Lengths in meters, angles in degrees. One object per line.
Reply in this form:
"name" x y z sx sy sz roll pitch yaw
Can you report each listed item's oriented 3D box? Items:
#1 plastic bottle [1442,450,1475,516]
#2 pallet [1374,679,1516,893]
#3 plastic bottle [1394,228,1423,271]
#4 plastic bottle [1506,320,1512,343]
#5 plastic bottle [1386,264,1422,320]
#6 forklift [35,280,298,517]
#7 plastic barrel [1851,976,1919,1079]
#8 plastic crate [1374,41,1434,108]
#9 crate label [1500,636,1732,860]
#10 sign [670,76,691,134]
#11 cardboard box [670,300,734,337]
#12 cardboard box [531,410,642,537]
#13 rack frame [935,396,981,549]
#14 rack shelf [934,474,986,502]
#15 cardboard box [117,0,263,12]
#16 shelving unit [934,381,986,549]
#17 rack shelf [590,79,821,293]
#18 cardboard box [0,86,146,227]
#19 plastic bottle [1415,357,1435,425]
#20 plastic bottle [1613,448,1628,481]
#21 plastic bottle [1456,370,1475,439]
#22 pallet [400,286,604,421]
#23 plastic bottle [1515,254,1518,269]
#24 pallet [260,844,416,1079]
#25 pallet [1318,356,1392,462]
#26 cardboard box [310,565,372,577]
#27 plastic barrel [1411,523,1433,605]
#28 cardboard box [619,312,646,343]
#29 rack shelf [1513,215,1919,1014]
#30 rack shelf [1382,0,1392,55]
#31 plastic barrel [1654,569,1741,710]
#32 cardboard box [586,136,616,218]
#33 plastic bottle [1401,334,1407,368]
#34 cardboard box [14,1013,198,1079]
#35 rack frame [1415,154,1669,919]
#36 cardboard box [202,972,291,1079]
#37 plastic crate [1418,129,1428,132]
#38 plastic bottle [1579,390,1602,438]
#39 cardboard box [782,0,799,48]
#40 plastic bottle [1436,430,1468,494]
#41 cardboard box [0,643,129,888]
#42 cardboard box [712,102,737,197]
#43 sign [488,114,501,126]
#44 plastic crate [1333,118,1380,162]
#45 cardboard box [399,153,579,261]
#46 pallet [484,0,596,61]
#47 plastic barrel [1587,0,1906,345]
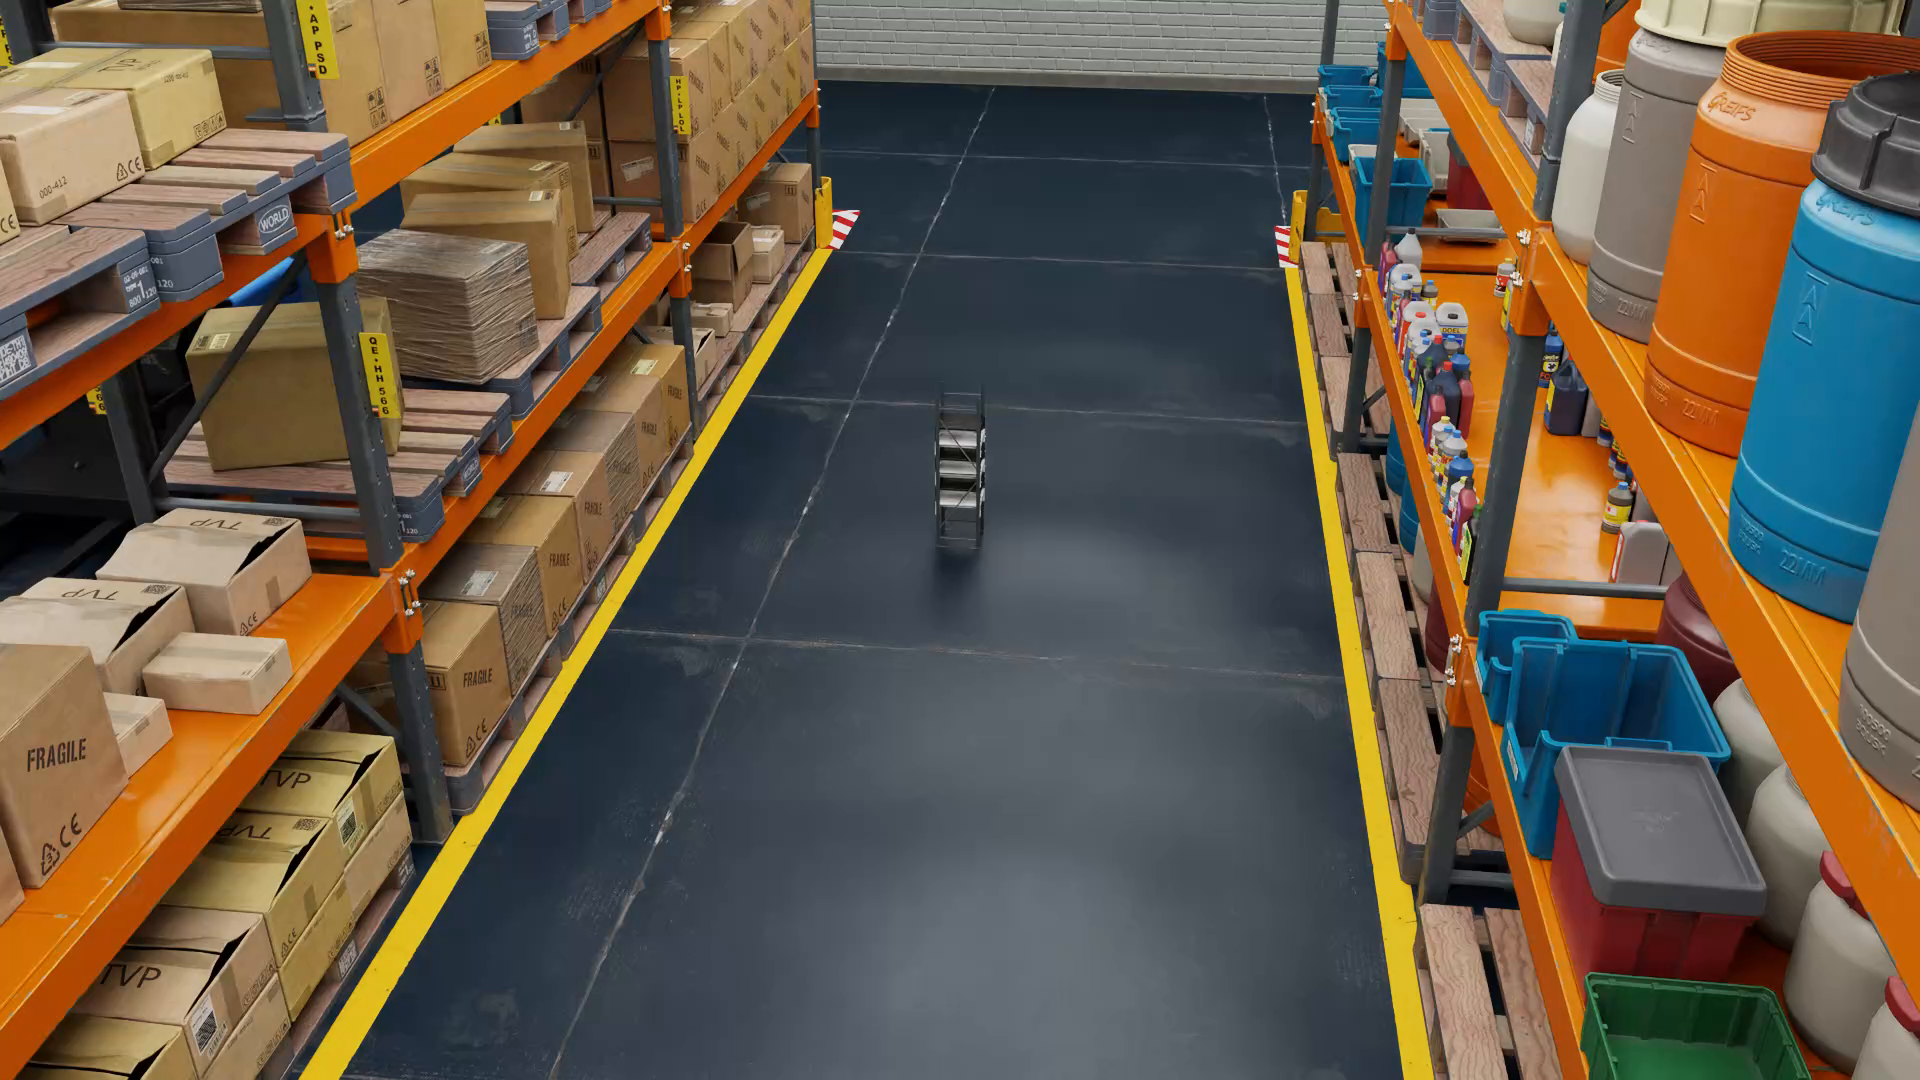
"plastic bottle" 1.997 -0.230 6.650 0.097 0.271 0.097 0 28 0
"pallet" 2.342 1.036 7.104 1.003 0.211 1.213 3 28 6
"plastic bottle" 2.407 -1.513 8.948 0.144 0.351 0.185 3 28 6
"plastic bottle" 2.823 -1.149 8.272 0.144 0.351 0.185 3 28 6
"plastic bottle" 2.297 -1.278 8.591 0.152 0.276 0.135 3 28 6
"forklift" -6.011 -0.990 7.998 3.258 2.935 5.269 4 29 7
"plastic barrel" 2.221 1.222 3.676 0.433 0.535 0.433 0 28 0
"plastic crate" 3.411 -3.457 12.404 0.616 0.435 0.499 3 28 6
"crate label" 1.896 0.618 4.902 0.502 0.435 0.616 3 28 6
"sign" -1.588 -2.470 9.451 0.100 0.325 0.005 3 28 6
"cardboard box" -1.777 -1.530 11.450 0.380 0.166 0.250 3 28 6
"cardboard box" -2.046 -0.367 8.939 0.500 0.500 0.500 4 29 7
"rack frame" -0.011 -0.352 8.955 0.240 0.900 0.006 3 28 6
"rack shelf" 0.001 -0.291 9.102 0.258 0.077 0.200 3 28 6
"cardboard box" -2.569 -2.117 5.695 0.500 0.500 0.500 3 28 6
"shelving unit" 0.001 -0.400 9.044 0.258 0.900 0.210 3 28 6
"rack shelf" -1.894 -2.615 11.700 1.077 0.370 4.000 3 28 6
"cardboard box" -2.675 -1.082 4.649 0.500 0.250 0.500 4 29 8
"plastic bottle" 2.092 -0.670 7.453 0.061 0.283 0.133 3 28 6
"plastic bottle" 2.803 -0.388 6.944 0.097 0.271 0.097 0 28 0
"plastic bottle" 2.218 -0.598 7.321 0.061 0.283 0.133 3 28 6
"pallet" -2.395 -0.939 8.032 1.003 0.211 1.213 3 28 6
"plastic bottle" 3.049 -1.442 8.895 0.152 0.276 0.135 3 28 6
"pallet" -2.769 1.505 6.233 1.003 0.211 1.213 3 28 6
"pallet" 2.828 -0.822 10.552 1.003 0.211 1.213 3 28 6
"cardboard box" -2.745 -0.012 7.490 0.500 0.250 0.500 4 29 8
"plastic barrel" 2.448 0.059 8.159 0.421 0.512 0.421 0 28 0
"cardboard box" -2.351 -1.368 10.799 0.500 0.500 0.500 3 28 6
"rack shelf" 2.041 0.120 3.461 1.077 0.370 4.000 3 28 6
"rack shelf" 3.022 -3.646 10.451 1.077 0.370 4.000 3 28 6
"plastic barrel" 2.530 0.358 5.279 0.600 0.536 0.708 3 28 6
"cardboard box" -2.332 -2.285 10.223 0.500 0.500 0.500 4 29 7
"plastic bottle" 2.187 -0.929 8.021 0.097 0.201 0.097 0 28 0
"cardboard box" -2.634 1.650 4.889 0.500 0.311 0.500 4 29 8
"rack frame" 2.287 0.182 5.749 1.000 3.000 0.127 3 28 6
"cardboard box" -2.576 1.659 5.464 0.500 0.250 0.500 4 29 7
"plastic crate" 3.269 -2.691 11.297 0.298 0.136 0.250 3 28 6
"plastic bottle" 2.830 -0.601 7.334 0.152 0.276 0.135 3 28 6
"cardboard box" -1.492 -3.894 12.156 0.500 0.500 0.500 4 29 8
"plastic bottle" 2.021 -0.322 6.820 0.097 0.271 0.097 0 28 0
"cardboard box" -2.818 0.639 4.796 0.500 0.500 0.500 2 28 3
"cardboard box" -1.747 -2.500 10.622 0.500 0.500 0.500 4 29 7
"sign" -2.678 -2.399 9.629 0.100 0.325 0.005 3 28 6
"plastic crate" 2.712 -2.678 11.172 0.416 0.233 0.300 3 28 6
"cardboard box" -2.440 -1.682 8.661 0.700 0.500 0.500 8 29 14
"pallet" -2.413 -2.437 7.646 1.213 0.211 1.003 3 28 6
"plastic barrel" 1.970 -0.985 4.225 0.600 0.901 0.600 0 28 0
